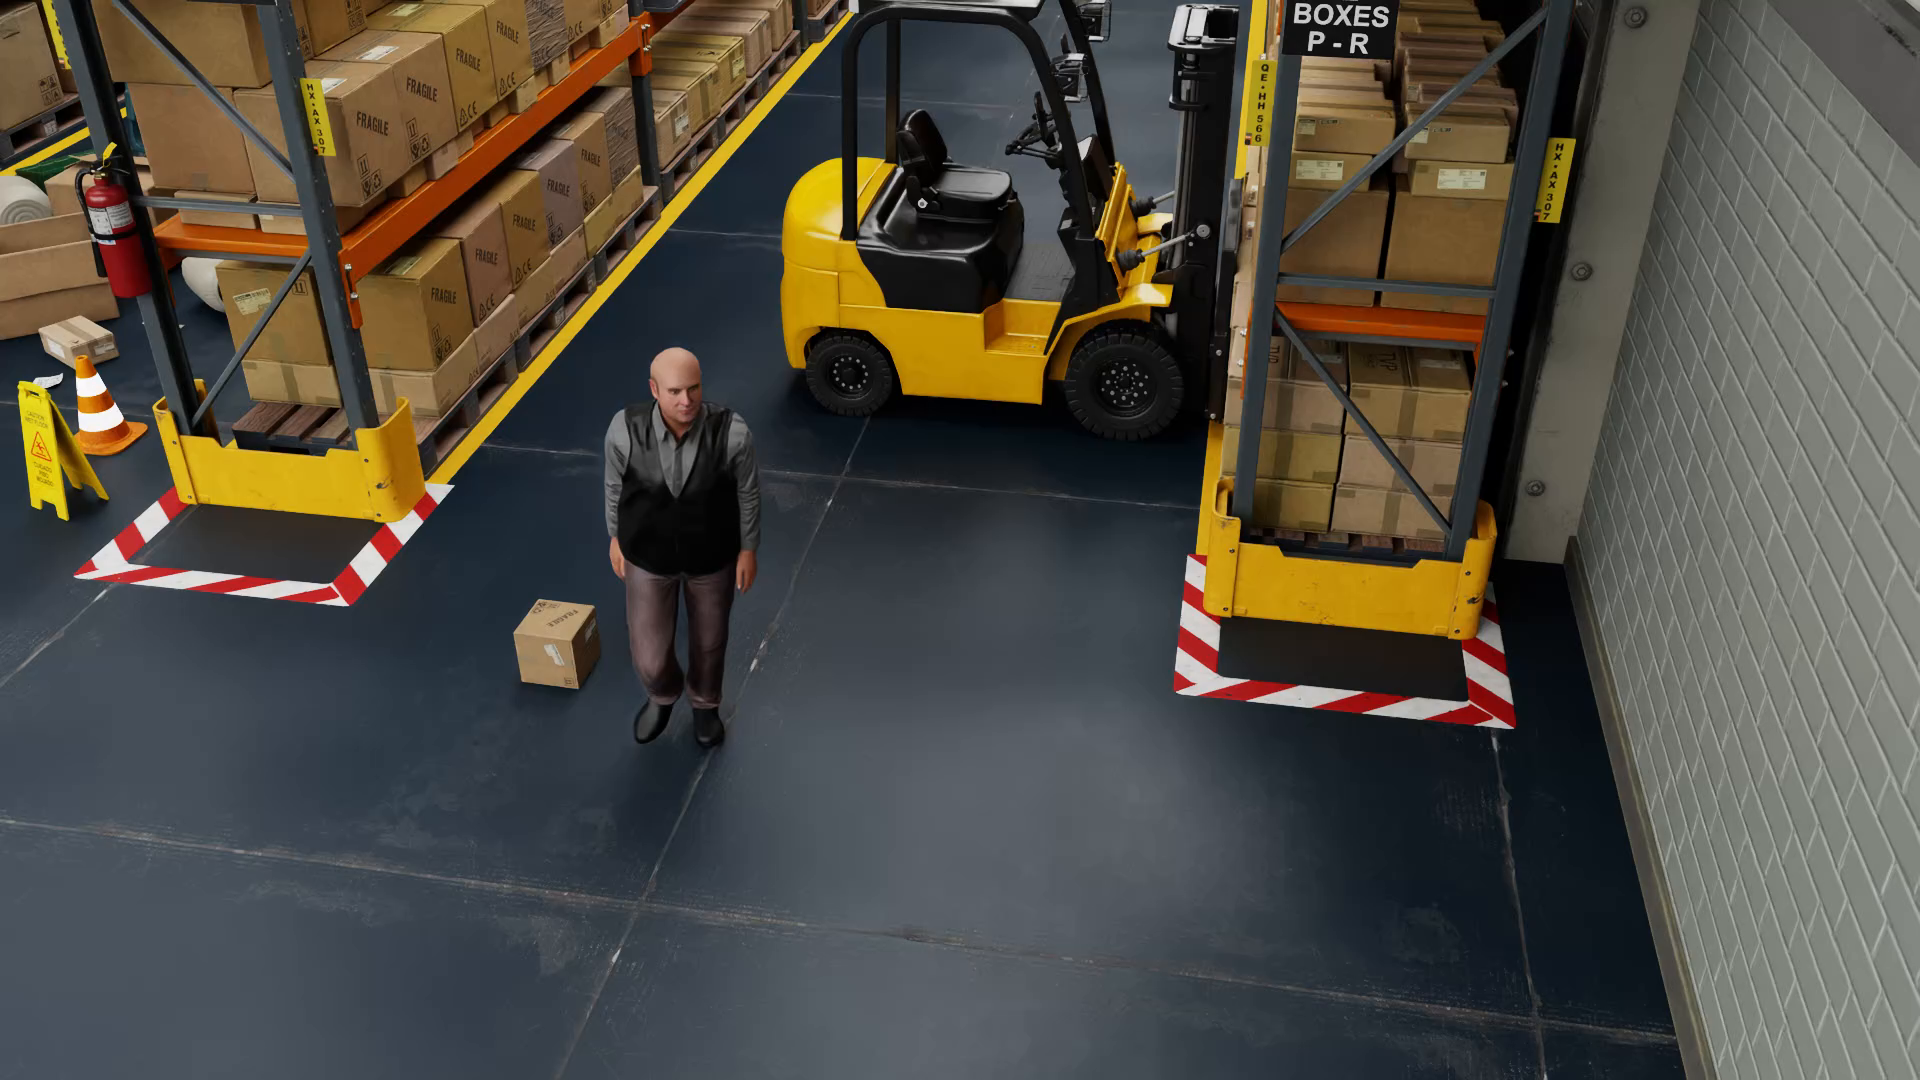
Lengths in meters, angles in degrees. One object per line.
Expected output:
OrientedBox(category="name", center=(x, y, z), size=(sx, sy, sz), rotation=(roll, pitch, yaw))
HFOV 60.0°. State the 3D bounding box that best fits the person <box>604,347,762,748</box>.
OrientedBox(category="person", center=(-0.988, 0.056, 6.040), size=(0.567, 1.707, 0.492), rotation=(-6, 33, -9))
